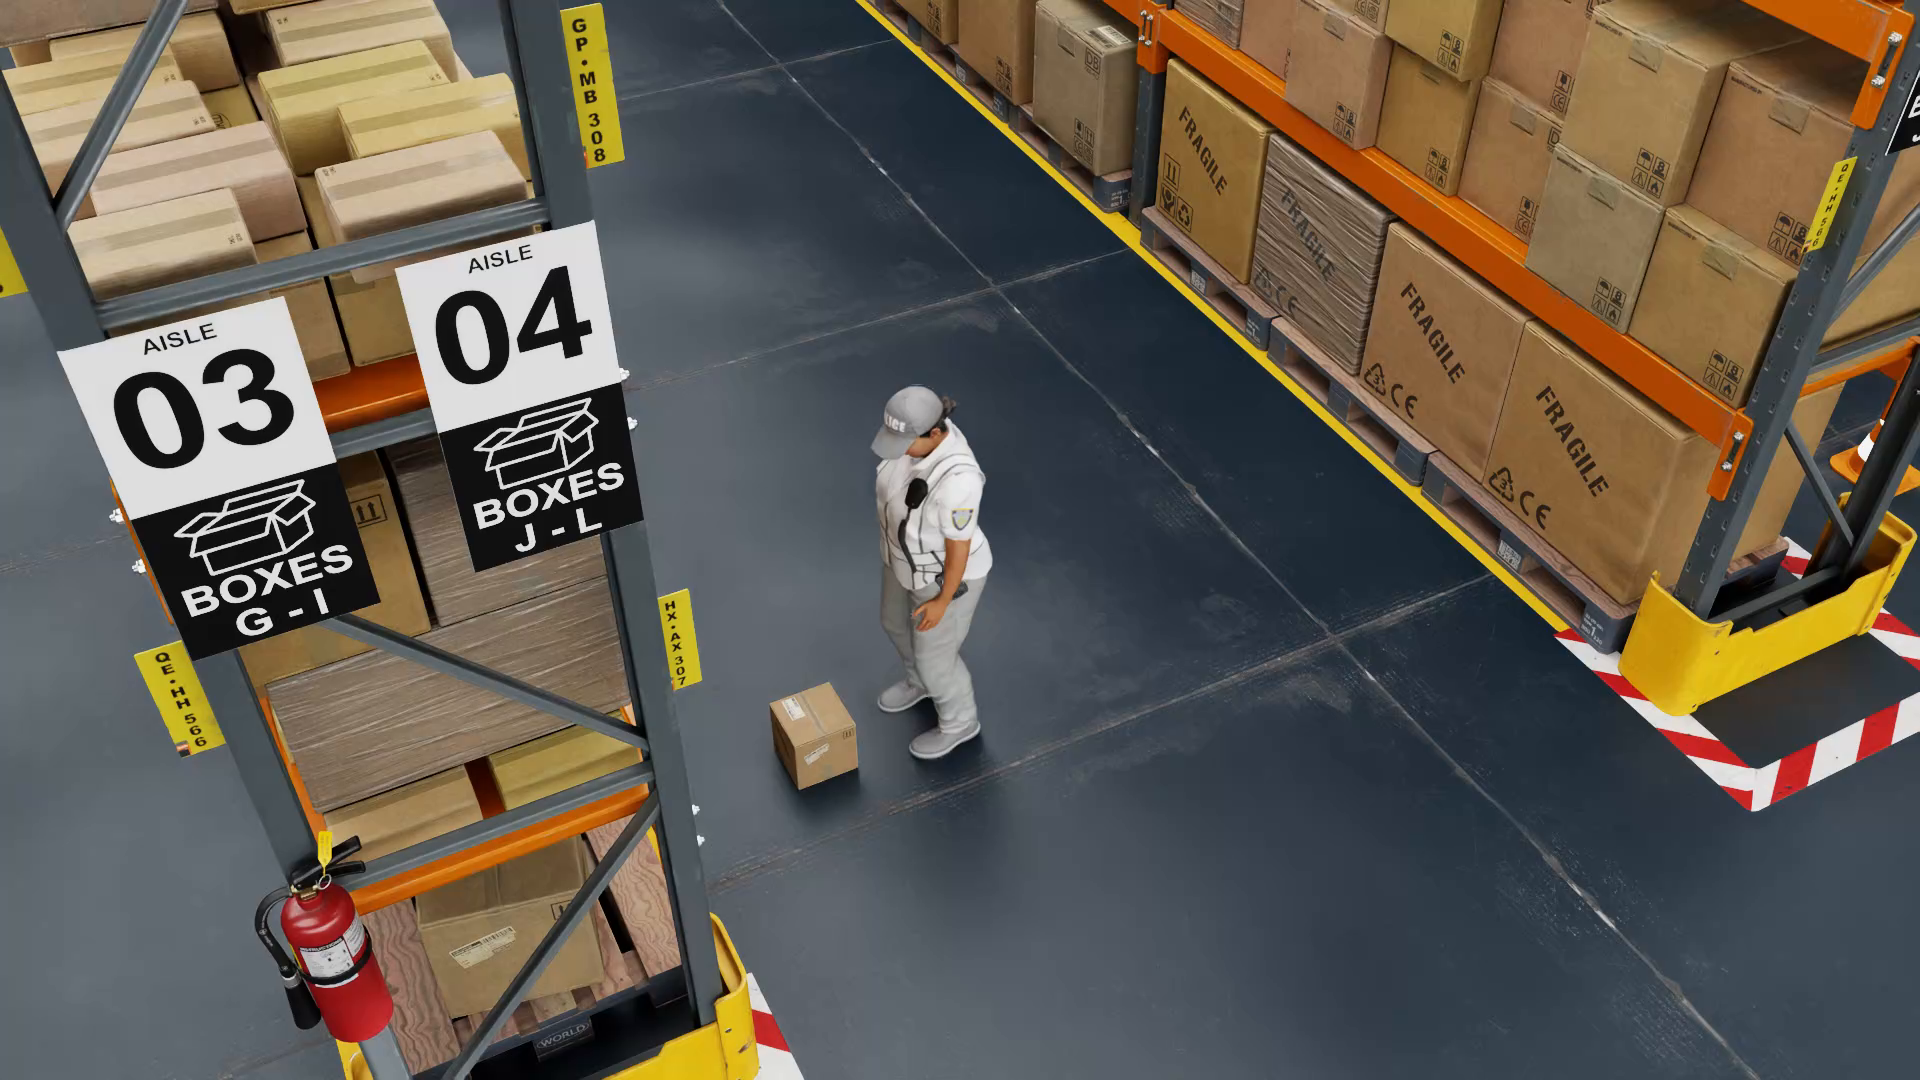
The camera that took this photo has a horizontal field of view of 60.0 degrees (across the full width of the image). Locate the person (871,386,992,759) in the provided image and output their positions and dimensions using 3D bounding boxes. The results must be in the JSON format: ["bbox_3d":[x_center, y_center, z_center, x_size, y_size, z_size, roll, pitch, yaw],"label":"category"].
[{"bbox_3d":[-0.107,0.110,6.055,0.419,1.646,0.480,-18,45,-19],"label":"person"}]
